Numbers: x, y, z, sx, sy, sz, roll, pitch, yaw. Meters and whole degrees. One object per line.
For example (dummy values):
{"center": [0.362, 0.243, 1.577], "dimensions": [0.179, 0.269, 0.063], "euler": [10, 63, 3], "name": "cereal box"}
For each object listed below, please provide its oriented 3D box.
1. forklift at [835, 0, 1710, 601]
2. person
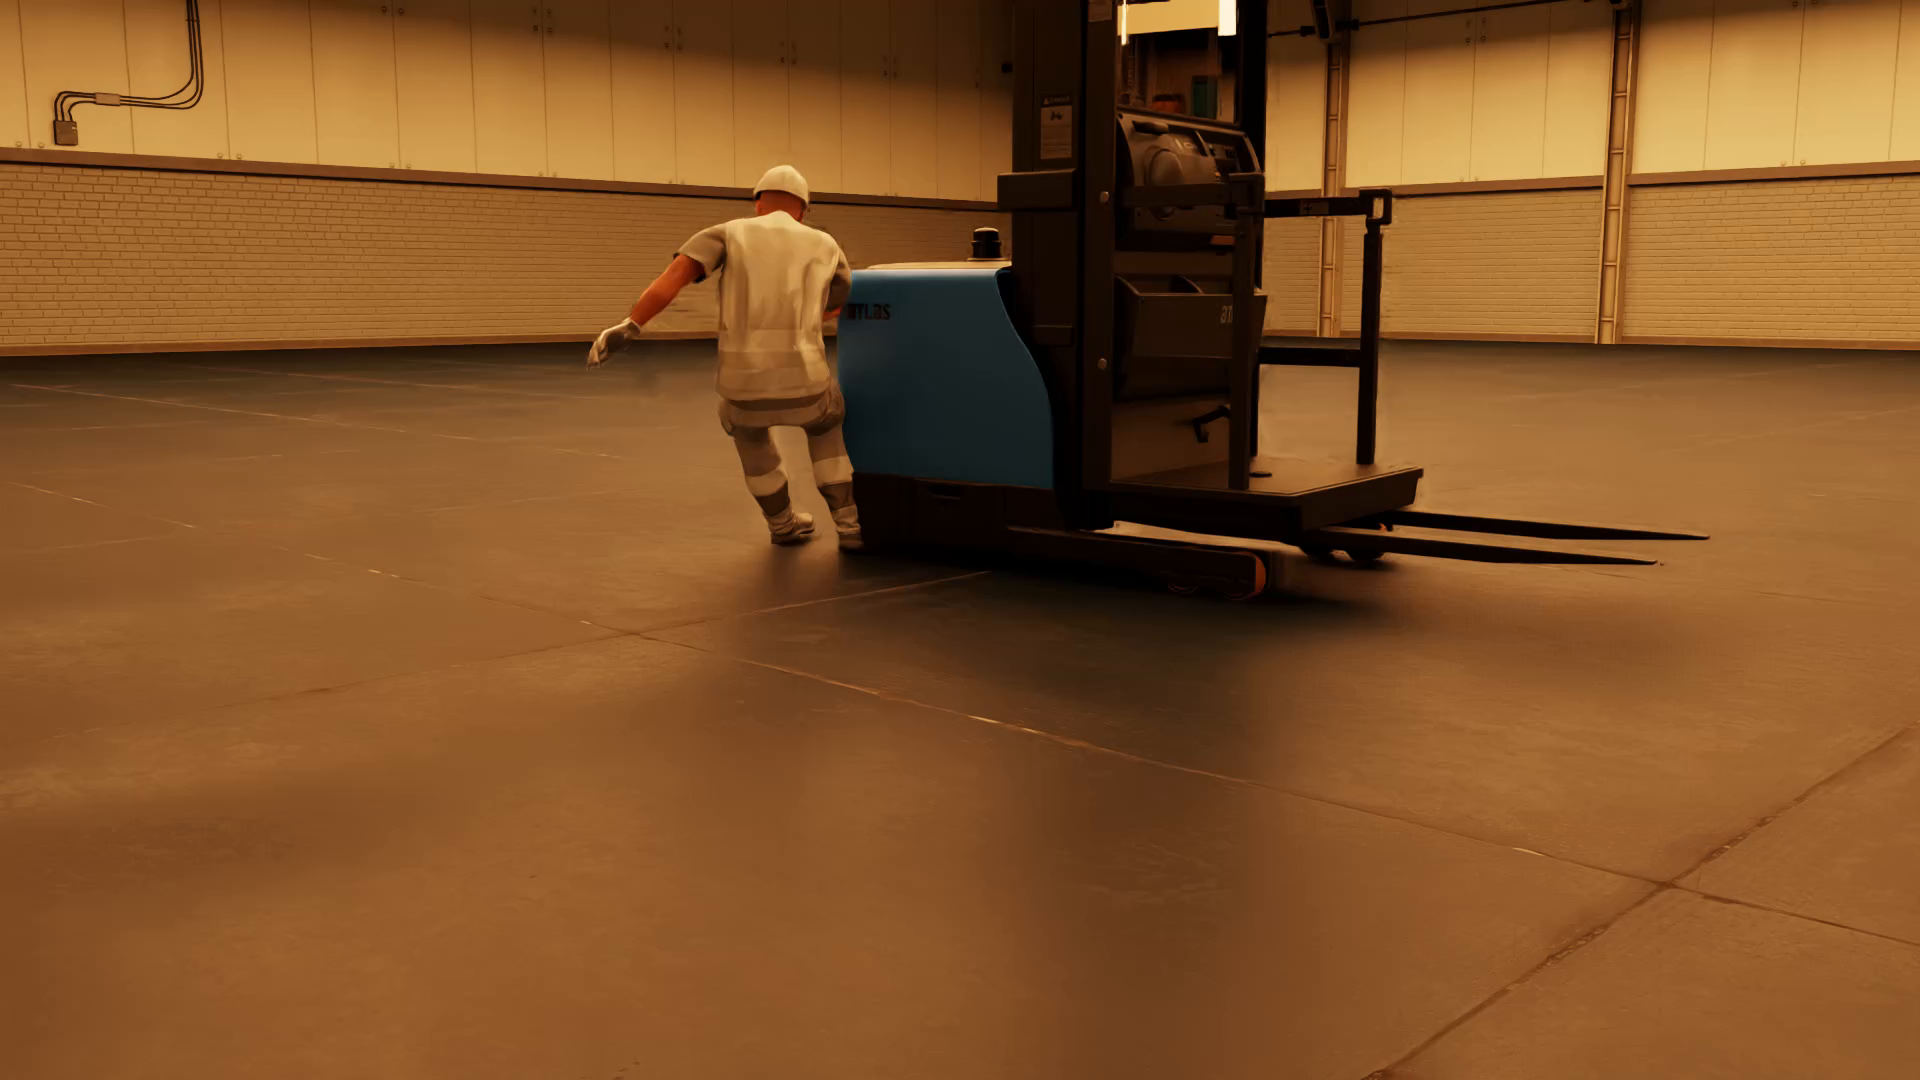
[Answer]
{"center": [0.991, -1.339, 5.769], "dimensions": [3.031, 2.935, 1.130], "euler": [6, 11, 37], "name": "forklift"}
{"center": [-0.826, -0.636, 6.213], "dimensions": [1.084, 1.497, 0.964], "euler": [-2, 9, -11], "name": "person"}
